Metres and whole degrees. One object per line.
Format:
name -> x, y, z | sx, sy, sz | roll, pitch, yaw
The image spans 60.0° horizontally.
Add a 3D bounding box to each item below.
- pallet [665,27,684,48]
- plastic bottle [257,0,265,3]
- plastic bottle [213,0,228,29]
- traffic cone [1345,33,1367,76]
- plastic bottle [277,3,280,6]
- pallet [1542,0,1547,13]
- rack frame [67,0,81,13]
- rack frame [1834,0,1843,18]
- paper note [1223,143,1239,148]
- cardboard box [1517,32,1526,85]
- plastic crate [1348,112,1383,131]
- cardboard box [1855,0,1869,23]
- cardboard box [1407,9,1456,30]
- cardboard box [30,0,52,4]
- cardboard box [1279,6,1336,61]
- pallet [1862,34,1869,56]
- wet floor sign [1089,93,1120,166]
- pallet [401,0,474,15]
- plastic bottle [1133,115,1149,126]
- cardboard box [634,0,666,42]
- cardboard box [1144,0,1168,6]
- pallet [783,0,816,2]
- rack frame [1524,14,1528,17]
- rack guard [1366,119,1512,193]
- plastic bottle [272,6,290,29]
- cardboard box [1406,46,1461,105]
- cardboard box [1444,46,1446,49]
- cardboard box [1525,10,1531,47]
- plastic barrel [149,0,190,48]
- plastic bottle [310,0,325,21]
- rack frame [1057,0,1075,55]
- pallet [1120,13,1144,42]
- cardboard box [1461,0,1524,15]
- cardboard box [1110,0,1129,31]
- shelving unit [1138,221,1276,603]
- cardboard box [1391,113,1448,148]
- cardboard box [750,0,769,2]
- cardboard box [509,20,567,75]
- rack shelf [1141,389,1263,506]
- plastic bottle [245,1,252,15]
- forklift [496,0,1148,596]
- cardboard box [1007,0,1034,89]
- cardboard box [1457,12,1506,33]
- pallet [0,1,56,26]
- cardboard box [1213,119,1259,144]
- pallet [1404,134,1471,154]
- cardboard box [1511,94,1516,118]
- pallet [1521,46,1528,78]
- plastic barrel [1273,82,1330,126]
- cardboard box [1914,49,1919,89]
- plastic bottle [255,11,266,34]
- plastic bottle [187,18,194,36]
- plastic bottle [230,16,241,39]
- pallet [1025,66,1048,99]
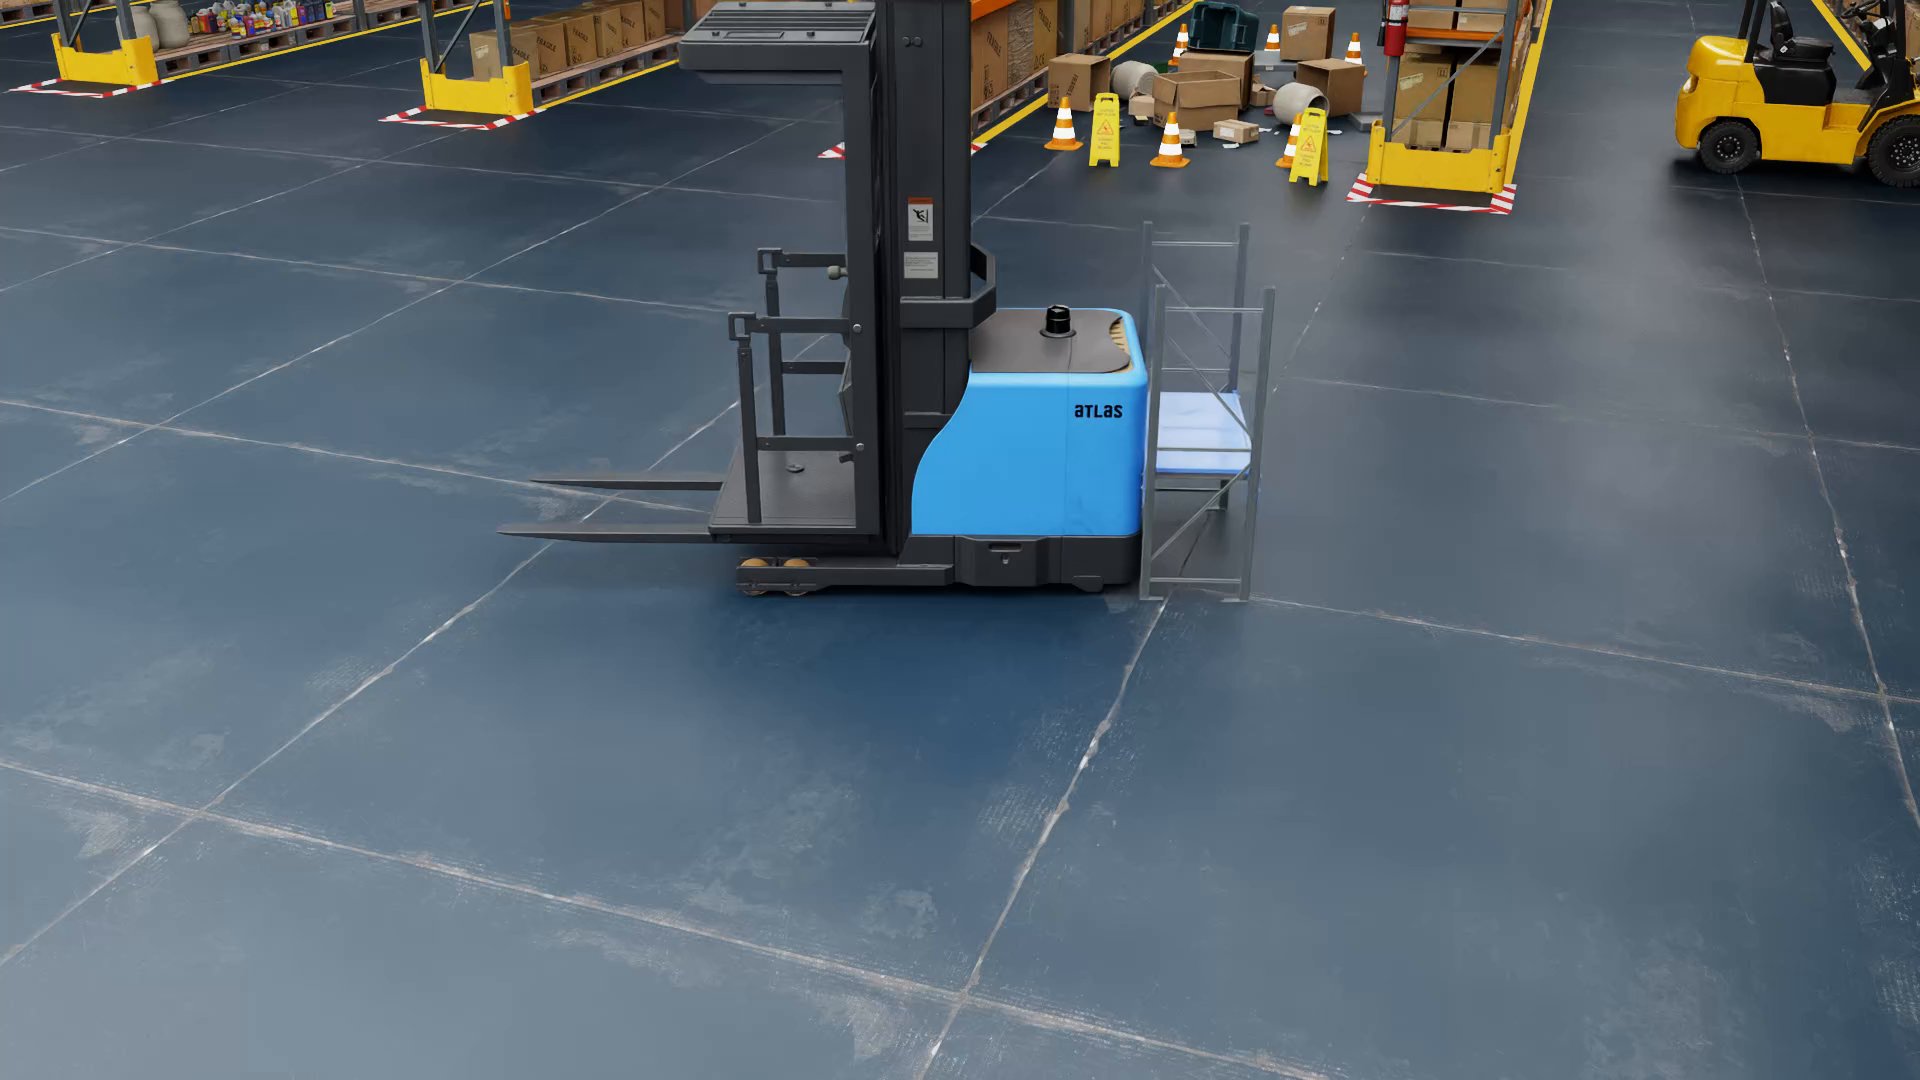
pallet -> -3.563, -6.631, 21.703 | 1.003, 0.211, 1.213 | 9, 27, 17
plastic bottle -> -9.151, -7.018, 21.838 | 0.144, 0.351, 0.185 | 10, 27, 19
plastic bottle -> -9.417, -6.689, 21.159 | 0.144, 0.351, 0.185 | 10, 28, 20
traffic cone -> 4.617, -5.699, 19.490 | 0.336, 0.463, 0.334 | 9, 27, 17
plastic bottle -> -8.710, -6.746, 21.352 | 0.061, 0.283, 0.133 | 9, 27, 17
pallet -> 8.001, -7.833, 24.186 | 1.003, 0.211, 1.213 | 9, 27, 17
rack frame -> -13.161, -9.004, 23.404 | 1.000, 3.000, 0.127 | 9, 27, 17
rack frame -> 12.869, -8.698, 22.772 | 1.000, 3.000, 0.127 | 9, 27, 17
paper note -> 2.631, -3.826, 16.116 | 0.148, 0.019, 0.142 | 0, 26, -1
cardboard box -> 5.245, -4.716, 16.362 | 0.500, 0.500, 0.500 | 10, 28, 20
plastic crate -> 4.229, -4.288, 17.015 | 0.402, 0.080, 0.583 | 0, 26, -1
cardboard box -> 11.979, -6.959, 21.567 | 0.500, 0.500, 0.500 | 8, 27, 16
cardboard box -> 4.116, -4.556, 14.507 | 0.380, 0.149, 0.250 | 10, 27, 19
cardboard box -> -13.109, -7.733, 23.453 | 0.500, 0.250, 0.500 | 9, 27, 17
cardboard box -> 3.836, -5.590, 18.353 | 0.500, 0.500, 0.500 | 9, 27, 17
pallet -> 11.822, -6.100, 20.607 | 1.003, 0.211, 1.213 | 9, 27, 17
wet floor sign -> 1.350, -3.802, 15.363 | 0.267, 0.644, 0.232 | 4, 26, 8
pallet -> -7.862, -7.860, 24.242 | 1.003, 0.211, 1.213 | 9, 27, 17
plastic bottle -> 1.858, -4.322, 17.107 | 0.133, 0.061, 0.283 | 0, 26, -1
cardboard box -> -3.991, -6.471, 20.559 | 0.500, 0.500, 0.500 | 8, 27, 16
cardboard box -> 2.630, -7.766, 23.235 | 0.500, 0.500, 0.500 | 8, 27, 15
pallet -> -2.751, -7.633, 23.774 | 1.003, 0.211, 1.213 | 9, 27, 17
rack frame -> 5.525, -6.129, 17.466 | 1.000, 3.000, 0.127 | 9, 27, 17
rack guard -> 4.219, -3.391, 14.680 | 1.175, 0.500, 0.348 | 9, 27, 17
plastic bottle -> -8.663, -6.672, 21.208 | 0.152, 0.276, 0.135 | 9, 27, 18
cardboard box -> 4.385, -4.356, 15.617 | 0.500, 0.500, 0.500 | 10, 28, 19
cardboard box -> 4.360, -4.696, 15.576 | 0.380, 0.149, 0.250 | 9, 27, 18
cardboard box -> 6.421, -6.243, 20.236 | 0.950, 0.372, 0.625 | 8, 27, 16
plastic barrel -> -9.508, -6.197, 19.980 | 0.421, 0.512, 0.421 | 0, 26, 0
plastic bottle -> -8.434, -6.983, 21.766 | 0.144, 0.351, 0.185 | 8, 27, 16
rack frame -> 0.823, -6.805, 18.862 | 1.000, 3.000, 0.127 | 9, 27, 17
pallet -> 1.821, -6.881, 22.219 | 1.003, 0.211, 1.213 | 9, 27, 17
cardboard box -> 4.613, -4.818, 14.303 | 0.500, 0.500, 0.500 | 8, 27, 17
cardboard box -> 1.579, -7.028, 21.423 | 1.050, 0.750, 0.750 | 9, 27, 18
shelving unit -> 1.103, -0.617, 7.803 | 0.538, 1.500, 1.048 | 1, 26, 3
cardboard box -> 4.217, -3.817, 15.365 | 0.500, 0.250, 0.500 | 9, 27, 17
cardboard box -> -3.048, -7.540, 22.745 | 0.700, 0.500, 0.500 | 11, 28, 22
cardboard box -> -4.761, -5.491, 18.535 | 0.500, 0.500, 0.500 | 17, 30, 31
rack shelf -> 1.103, -0.455, 7.881 | 0.538, 0.185, 1.000 | 1, 26, 3
plastic bottle -> -9.227, -6.839, 21.559 | 0.097, 0.271, 0.097 | 0, 26, 0
forklift -> -0.664, -1.291, 7.553 | 3.031, 2.935, 1.130 | 0, 26, 1
cardboard box -> 0.252, -5.418, 17.955 | 0.875, 0.875, 0.875 | 9, 27, 18
cardboard box -> 4.502, -4.481, 14.352 | 0.380, 0.149, 0.250 | 9, 27, 18
pallet -> -13.465, -7.428, 23.349 | 1.003, 0.211, 1.213 | 9, 27, 17
cardboard box -> 2.725, -4.033, 16.409 | 0.250, 0.149, 0.380 | -20, 33, -36
pallet -> 4.523, -3.590, 15.422 | 1.003, 0.211, 1.213 | 9, 27, 17
cardboard box -> 5.070, -4.162, 16.078 | 0.500, 0.250, 0.500 | 11, 28, 21
pallet -> 6.187, -5.697, 19.773 | 1.003, 0.211, 1.213 | 9, 27, 17
plastic barrel -> 3.453, -4.394, 16.839 | 0.421, 0.421, 0.512 | -14, 29, -27
cardboard box -> 10.635, -5.064, 17.511 | 0.875, 0.625, 0.625 | 8, 27, 17
plastic bottle -> -8.778, -6.492, 20.842 | 0.097, 0.271, 0.097 | 0, 26, 0
plastic bottle -> -9.624, -6.397, 20.726 | 0.097, 0.201, 0.097 | 0, 26, 0
plastic bottle -> -8.925, -6.310, 20.466 | 0.097, 0.271, 0.097 | 0, 26, 0
pallet -> 0.496, -5.249, 18.848 | 1.003, 0.211, 1.213 | 9, 27, 17
